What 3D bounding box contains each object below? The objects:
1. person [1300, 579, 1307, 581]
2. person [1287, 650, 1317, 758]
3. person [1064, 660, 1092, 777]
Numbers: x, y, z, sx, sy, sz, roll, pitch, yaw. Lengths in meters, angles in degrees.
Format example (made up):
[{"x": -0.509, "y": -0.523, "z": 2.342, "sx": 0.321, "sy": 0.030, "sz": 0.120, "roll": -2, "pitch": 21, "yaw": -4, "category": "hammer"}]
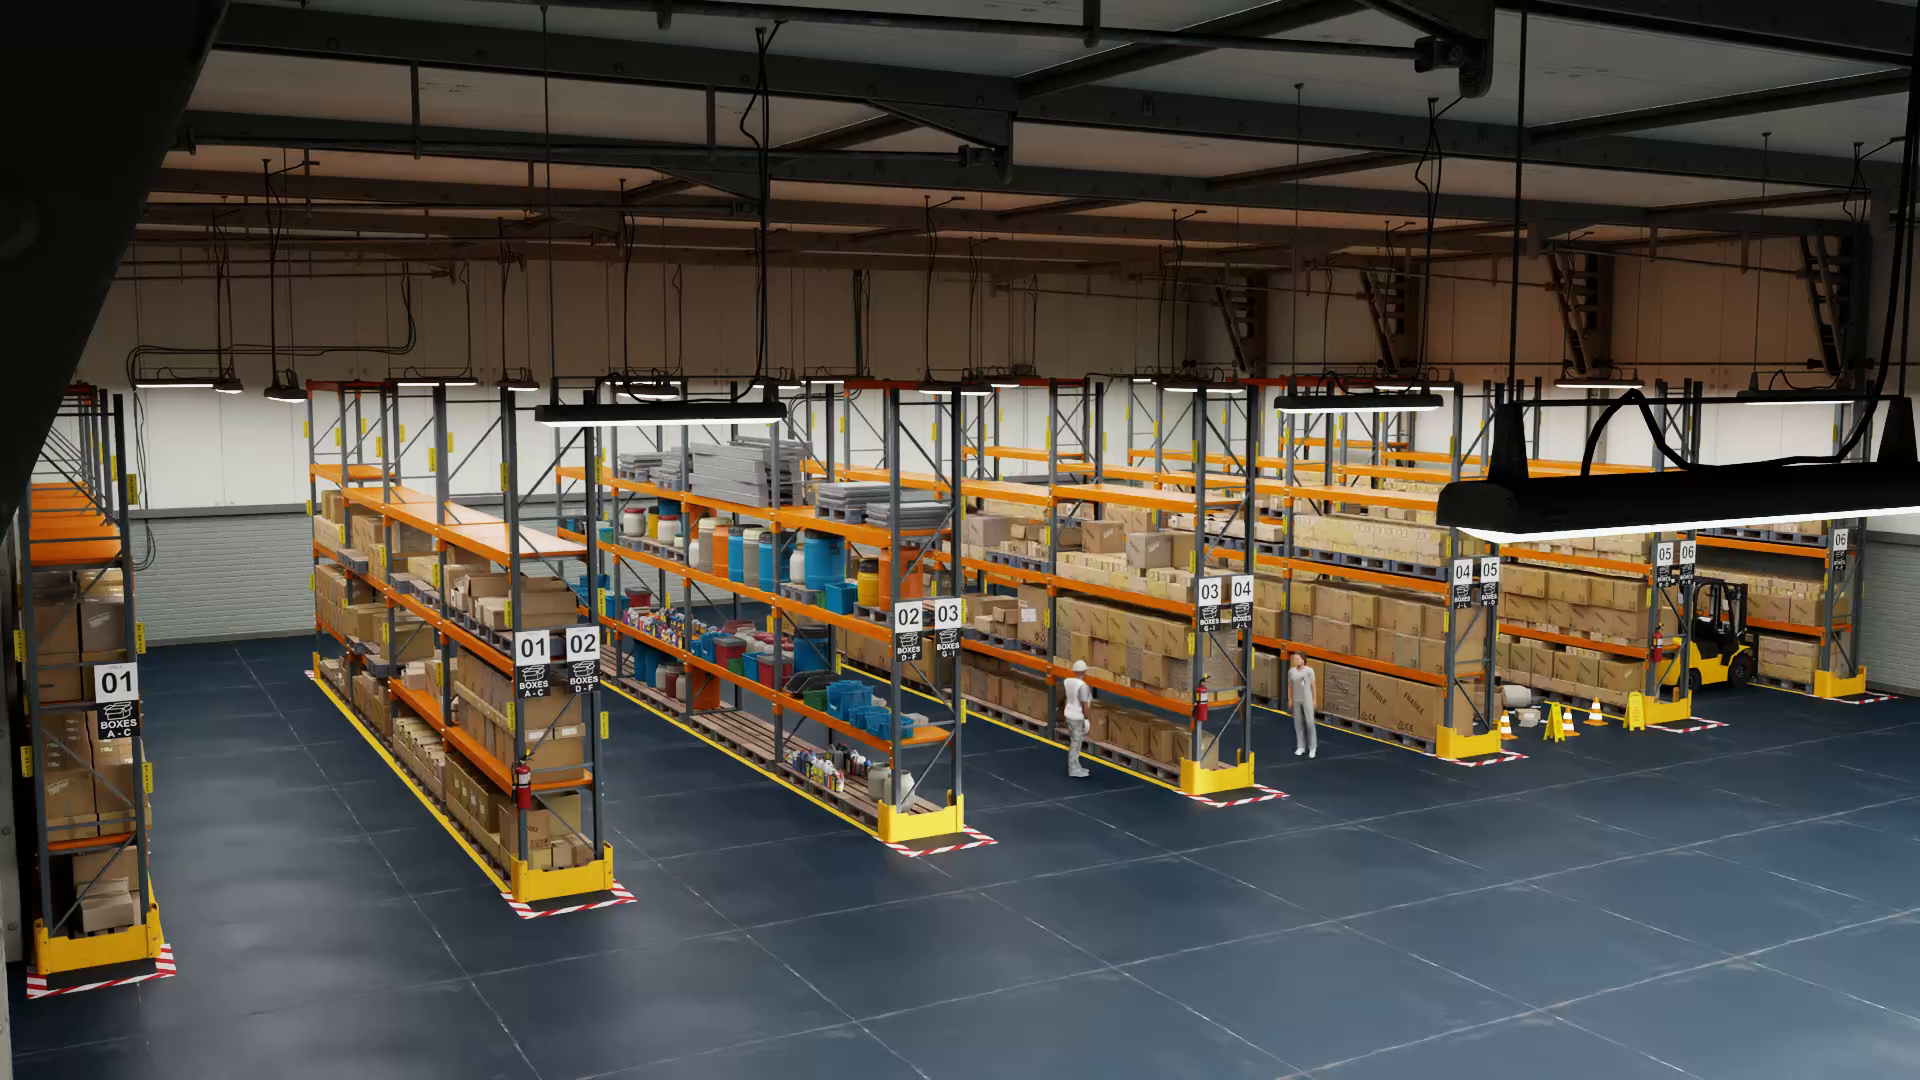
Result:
[{"x": 7.201, "y": 1.705, "z": 35.256, "sx": 0.630, "sy": 1.795, "sz": 0.771, "roll": -5, "pitch": 8, "yaw": -41, "category": "person"}, {"x": 5.545, "y": 2.647, "z": 26.952, "sx": 0.533, "sy": 1.713, "sz": 0.377, "roll": 4, "pitch": 7, "yaw": 30, "category": "person"}, {"x": 1.851, "y": 2.733, "z": 25.492, "sx": 0.465, "sy": 1.801, "sz": 0.598, "roll": -2, "pitch": 7, "yaw": -22, "category": "person"}]
